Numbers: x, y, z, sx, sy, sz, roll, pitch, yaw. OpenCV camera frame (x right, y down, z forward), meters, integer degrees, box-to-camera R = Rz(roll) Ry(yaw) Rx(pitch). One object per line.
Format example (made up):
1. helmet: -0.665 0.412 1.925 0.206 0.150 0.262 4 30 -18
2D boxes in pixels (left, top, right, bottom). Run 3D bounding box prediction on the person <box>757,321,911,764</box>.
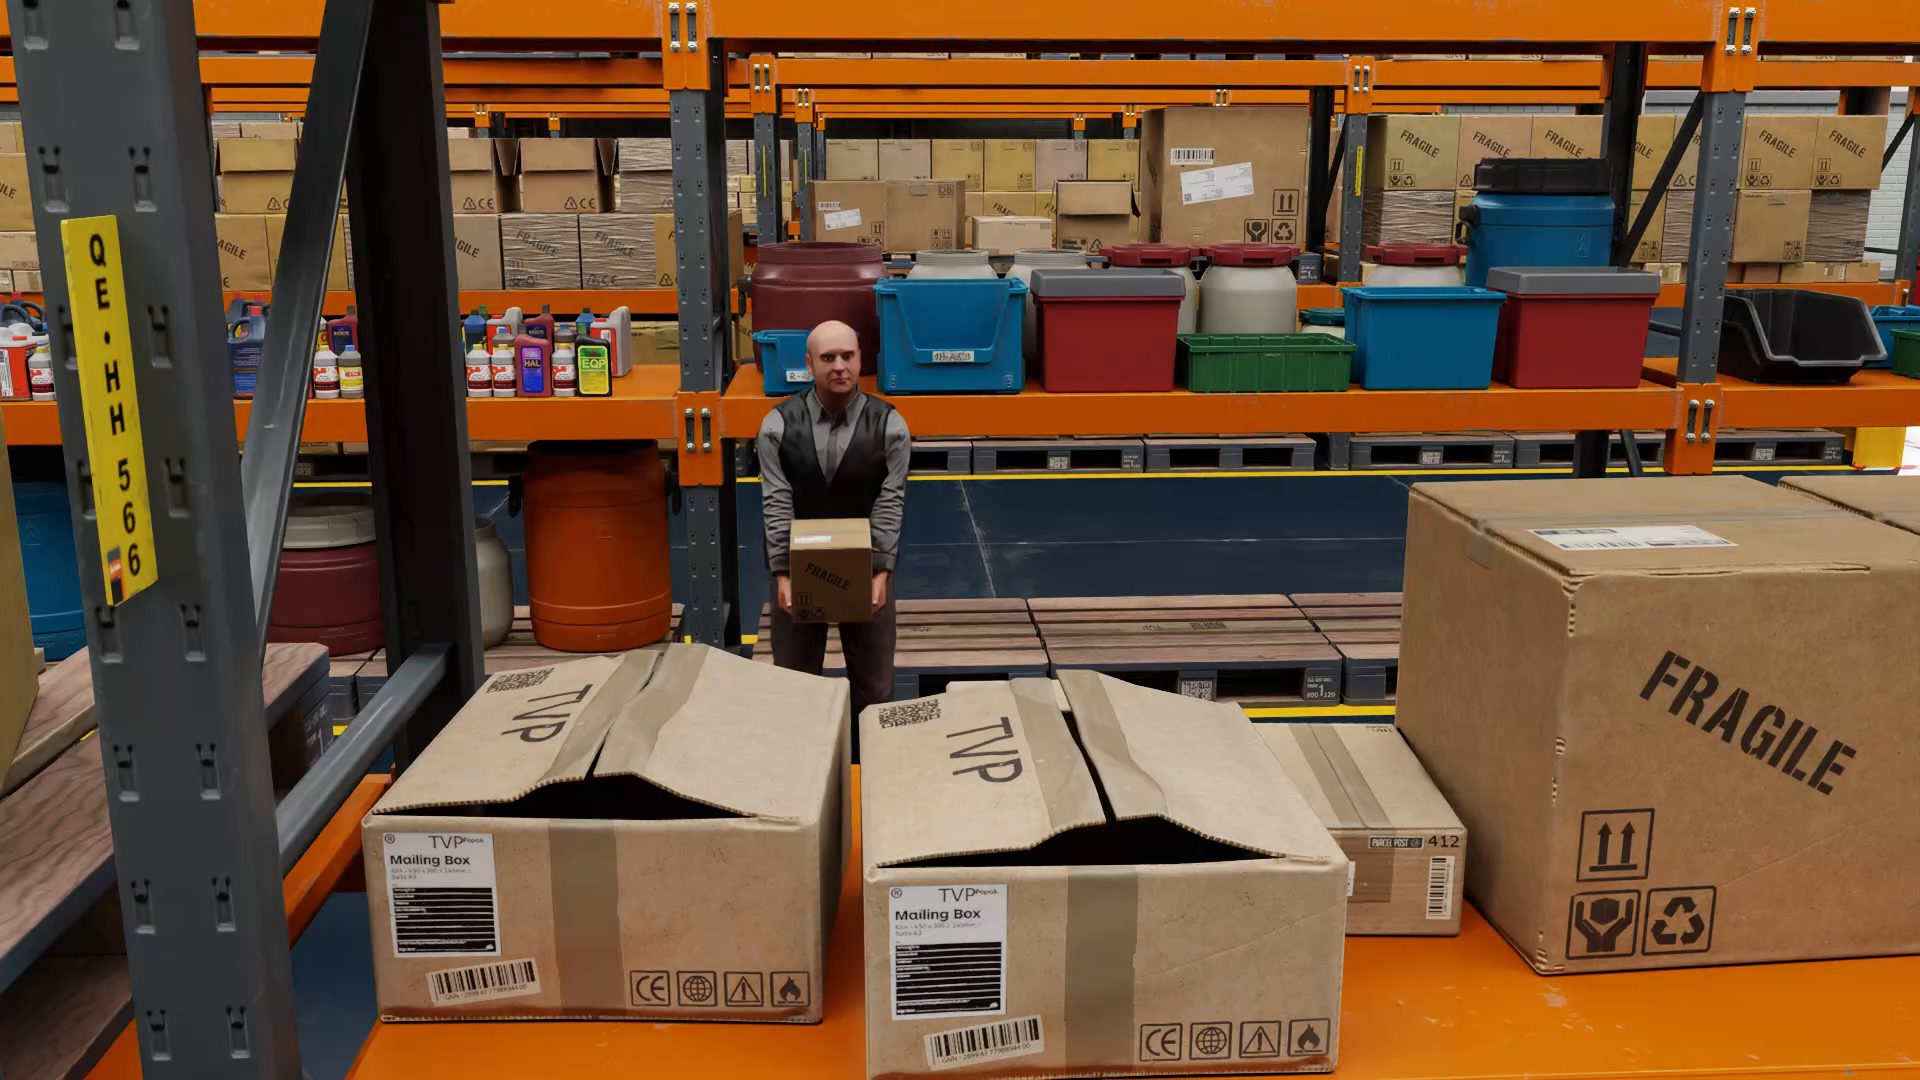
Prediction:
1. person: -0.398 0.158 5.400 0.493 1.719 0.567 -1 13 -4
